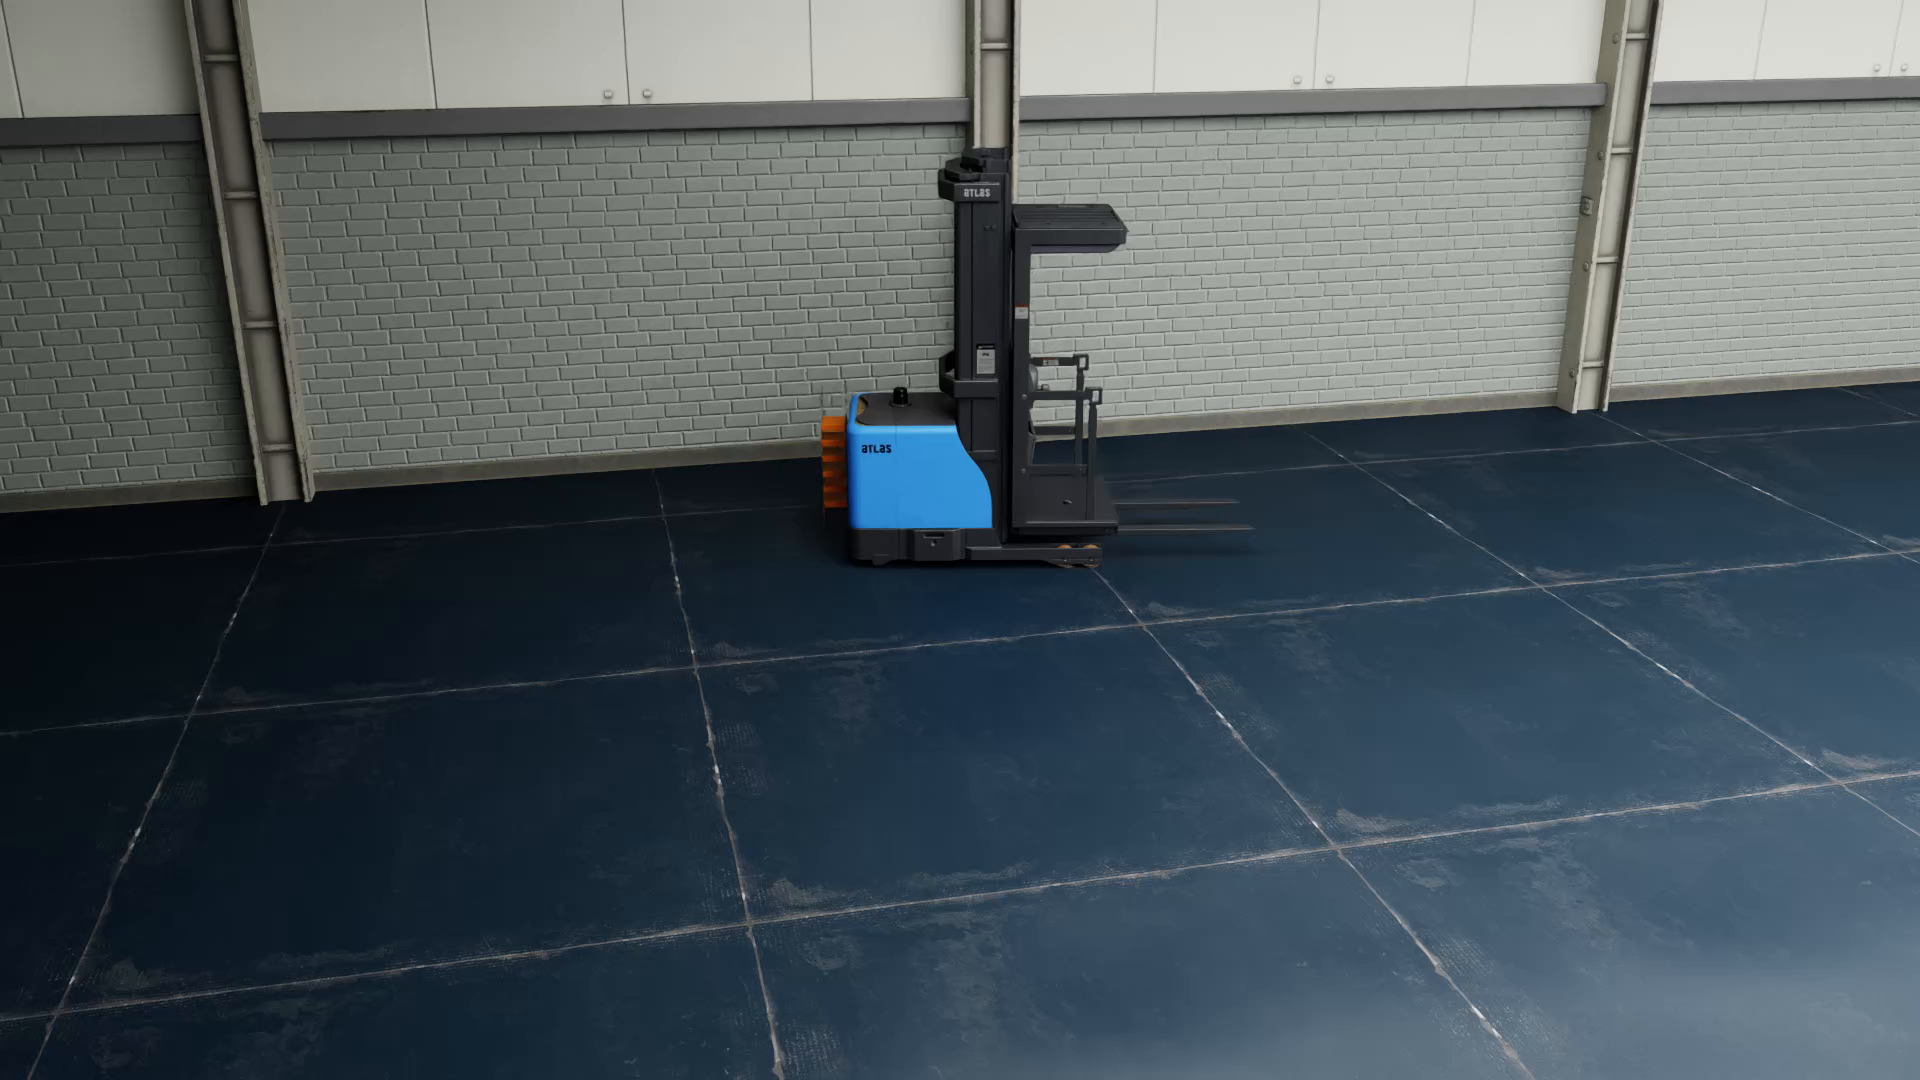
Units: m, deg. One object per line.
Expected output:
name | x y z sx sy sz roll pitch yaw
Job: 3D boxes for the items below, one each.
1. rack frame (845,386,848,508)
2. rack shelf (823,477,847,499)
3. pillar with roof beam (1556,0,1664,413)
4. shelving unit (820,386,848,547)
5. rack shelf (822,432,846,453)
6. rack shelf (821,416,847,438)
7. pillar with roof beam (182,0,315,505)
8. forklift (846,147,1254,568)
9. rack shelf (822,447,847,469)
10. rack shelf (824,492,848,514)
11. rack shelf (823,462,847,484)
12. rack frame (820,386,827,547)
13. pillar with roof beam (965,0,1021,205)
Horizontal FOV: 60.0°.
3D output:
rack frame | -0.851 -0.556 12.586 0.006 1.200 0.240 -1 20 -1
rack shelf | -0.943 -0.400 12.641 0.180 0.103 0.258 -1 20 -1
pillar with roof beam | 7.102 -4.086 10.886 0.400 9.000 9.100 -5 21 -12
shelving unit | -0.943 -0.555 12.584 0.189 1.200 0.258 -1 20 -1
rack shelf | -0.943 -0.738 12.517 0.180 0.103 0.258 -1 20 -1
rack shelf | -0.943 -0.851 12.476 0.180 0.103 0.258 -1 20 -1
pillar with roof beam | -4.576 -3.136 8.293 0.400 9.000 9.100 -5 21 -12
forklift | 0.674 -1.353 12.248 3.031 2.935 1.130 0 20 -1
rack shelf | -0.943 -0.626 12.558 0.180 0.103 0.258 -1 20 -1
rack shelf | -0.942 -0.288 12.682 0.180 0.103 0.258 -1 20 -1
rack shelf | -0.943 -0.513 12.600 0.180 0.103 0.258 -1 20 -1
rack frame | -1.034 -0.554 12.582 0.006 1.200 0.240 -1 20 -1
pillar with roof beam | 1.263 -3.611 9.590 0.400 9.000 9.100 -5 21 -12
